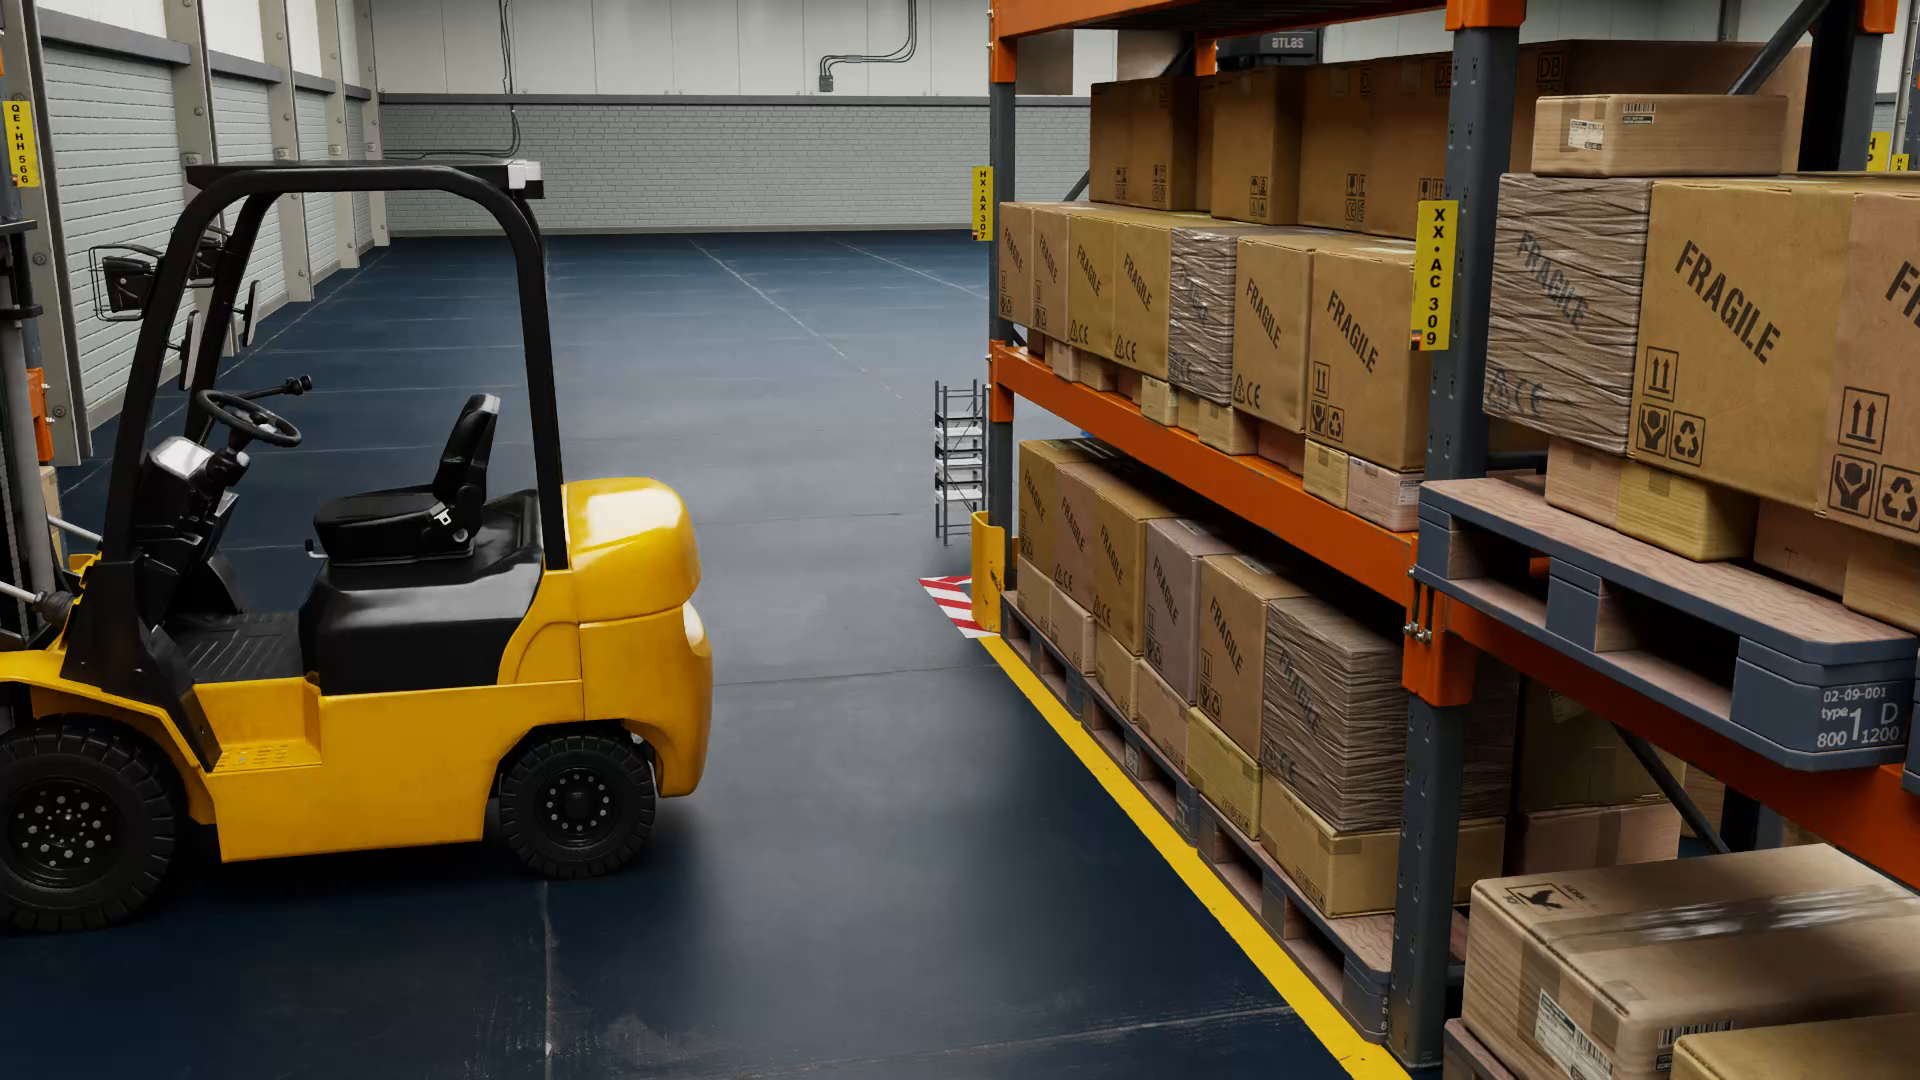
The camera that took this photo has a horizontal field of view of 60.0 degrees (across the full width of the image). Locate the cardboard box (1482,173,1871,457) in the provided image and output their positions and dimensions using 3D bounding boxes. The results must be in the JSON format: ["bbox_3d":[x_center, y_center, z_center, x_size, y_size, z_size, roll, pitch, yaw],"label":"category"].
[{"bbox_3d":[1.403,-0.465,3.289,0.500,0.500,0.500,-3,14,-12],"label":"cardboard box"}]

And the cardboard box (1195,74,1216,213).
[{"bbox_3d":[1.296,-1.459,6.135,0.700,0.500,0.500,-3,14,-14],"label":"cardboard box"}]

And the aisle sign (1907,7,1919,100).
[{"bbox_3d":[5.112,-2.677,8.585,0.394,0.787,0.004,-3,14,-13],"label":"aisle sign"}]

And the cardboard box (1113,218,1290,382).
[{"bbox_3d":[0.847,-0.830,5.665,0.500,0.500,0.500,-4,14,-14],"label":"cardboard box"}]

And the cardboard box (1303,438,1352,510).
[{"bbox_3d":[1.134,-0.185,4.391,0.380,0.149,0.250,-3,14,-12],"label":"cardboard box"}]

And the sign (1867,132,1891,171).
[{"bbox_3d":[2.110,-0.786,3.886,0.100,0.325,0.005,-3,14,-13],"label":"sign"}]

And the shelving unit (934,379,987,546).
[{"bbox_3d":[0.002,-0.435,9.313,0.258,0.900,0.210,-3,14,-13],"label":"shelving unit"}]

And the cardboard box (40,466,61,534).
[{"bbox_3d":[-3.781,-0.103,6.329,0.500,0.250,0.500,-3,14,-11],"label":"cardboard box"}]

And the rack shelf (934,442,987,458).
[{"bbox_3d":[0.002,-0.490,9.299,0.258,0.077,0.200,-3,14,-13],"label":"rack shelf"}]

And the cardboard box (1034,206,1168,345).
[{"bbox_3d":[0.598,-1.064,6.625,0.500,0.500,0.500,-3,14,-11],"label":"cardboard box"}]

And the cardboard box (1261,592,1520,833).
[{"bbox_3d":[1.172,0.454,4.579,0.500,0.500,0.500,-3,14,-14],"label":"cardboard box"}]

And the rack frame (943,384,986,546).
[{"bbox_3d":[0.026,-0.412,9.217,0.240,0.900,0.006,-3,14,-13],"label":"rack frame"}]

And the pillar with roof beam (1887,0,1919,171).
[{"bbox_3d":[15.893,-10.593,33.826,9.100,9.000,0.400,-3,14,-13],"label":"pillar with roof beam"}]

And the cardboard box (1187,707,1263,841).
[{"bbox_3d":[1.037,0.696,5.168,0.500,0.250,0.500,-4,14,-15],"label":"cardboard box"}]

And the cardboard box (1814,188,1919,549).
[{"bbox_3d":[1.624,-0.235,2.346,0.500,0.500,0.500,-3,14,-14],"label":"cardboard box"}]

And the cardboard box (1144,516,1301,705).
[{"bbox_3d":[0.930,0.219,5.540,0.500,0.500,0.500,-3,14,-10],"label":"cardboard box"}]

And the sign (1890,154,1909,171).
[{"bbox_3d":[4.879,-1.844,8.662,0.100,0.325,0.005,-3,14,-13],"label":"sign"}]

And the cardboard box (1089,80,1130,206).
[{"bbox_3d":[0.964,-1.688,7.072,0.700,0.500,0.500,-4,14,-15],"label":"cardboard box"}]

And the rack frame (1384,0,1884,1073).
[{"bbox_3d":[1.572,-0.192,3.894,1.000,3.000,0.127,-3,14,-13],"label":"rack frame"}]

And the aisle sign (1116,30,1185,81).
[{"bbox_3d":[0.899,-2.408,7.487,0.394,0.787,0.004,-3,14,-13],"label":"aisle sign"}]

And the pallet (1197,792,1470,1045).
[{"bbox_3d":[1.379,1.009,4.851,1.003,0.211,1.213,-3,14,-13],"label":"pallet"}]

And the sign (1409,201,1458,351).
[{"bbox_3d":[1.046,-0.581,3.660,0.100,0.325,0.005,-3,14,-13],"label":"sign"}]

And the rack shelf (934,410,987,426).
[{"bbox_3d":[0.002,-0.665,9.256,0.258,0.077,0.200,-3,14,-13],"label":"rack shelf"}]

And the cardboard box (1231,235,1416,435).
[{"bbox_3d":[1.098,-0.592,4.694,0.500,0.500,0.500,-3,14,-11],"label":"cardboard box"}]

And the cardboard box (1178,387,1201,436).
[{"bbox_3d":[0.927,-0.422,5.364,0.380,0.149,0.250,-4,14,-14],"label":"cardboard box"}]

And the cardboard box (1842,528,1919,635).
[{"bbox_3d":[1.605,0.052,2.539,0.380,0.149,0.250,-3,14,-12],"label":"cardboard box"}]

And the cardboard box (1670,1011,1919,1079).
[{"bbox_3d":[1.869,1.167,2.983,0.950,0.372,0.625,-2,14,-10],"label":"cardboard box"}]

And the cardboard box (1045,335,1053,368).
[{"bbox_3d":[0.567,-0.780,6.828,0.380,0.149,0.250,-4,14,-15],"label":"cardboard box"}]

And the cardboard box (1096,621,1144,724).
[{"bbox_3d":[0.806,0.462,6.126,0.500,0.250,0.500,-2,14,-9],"label":"cardboard box"}]

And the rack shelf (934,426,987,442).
[{"bbox_3d":[0.002,-0.578,9.278,0.258,0.077,0.200,-3,14,-13],"label":"rack shelf"}]

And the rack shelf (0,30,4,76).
[{"bbox_3d":[-3.722,-1.484,4.376,1.077,0.370,4.000,-3,14,-13],"label":"rack shelf"}]

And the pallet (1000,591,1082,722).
[{"bbox_3d":[0.806,0.446,7.155,1.003,0.211,1.213,-3,14,-13],"label":"pallet"}]

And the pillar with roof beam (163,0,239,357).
[{"bbox_3d":[-3.538,-6.549,17.273,9.100,9.000,0.400,-3,14,-13],"label":"pillar with roof beam"}]

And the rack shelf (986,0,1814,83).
[{"bbox_3d":[1.102,-1.761,5.512,1.077,0.370,4.000,-3,14,-13],"label":"rack shelf"}]

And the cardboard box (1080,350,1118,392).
[{"bbox_3d":[0.676,-0.661,6.342,0.380,0.149,0.250,-3,14,-12],"label":"cardboard box"}]

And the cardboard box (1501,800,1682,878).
[{"bbox_3d":[1.695,0.788,4.789,0.500,0.250,0.500,-4,14,-16],"label":"cardboard box"}]

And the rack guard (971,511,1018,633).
[{"bbox_3d":[0.650,0.117,7.896,1.175,0.500,0.348,-3,14,-13],"label":"rack guard"}]

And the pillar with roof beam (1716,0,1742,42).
[{"bbox_3d":[14.484,-11.978,39.492,9.100,9.000,0.400,-3,14,-13],"label":"pillar with roof beam"}]

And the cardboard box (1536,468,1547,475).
[{"bbox_3d":[1.700,-0.216,4.521,0.380,0.149,0.250,-3,14,-12],"label":"cardboard box"}]

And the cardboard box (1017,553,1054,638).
[{"bbox_3d":[0.553,0.218,7.122,0.500,0.250,0.500,-3,14,-14],"label":"cardboard box"}]

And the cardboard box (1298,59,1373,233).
[{"bbox_3d":[1.489,-1.221,5.160,0.700,0.500,0.500,-4,14,-14],"label":"cardboard box"}]

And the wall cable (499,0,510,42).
[{"bbox_3d":[-8.727,-12.311,36.757,3.097,2.526,0.112,-3,14,-13],"label":"wall cable"}]

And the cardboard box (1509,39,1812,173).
[{"bbox_3d":[1.679,-0.985,4.193,0.700,0.500,0.500,-3,14,-14],"label":"cardboard box"}]

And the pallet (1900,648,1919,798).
[{"bbox_3d":[2.006,0.369,1.999,1.003,0.211,1.213,-3,14,-13],"label":"pallet"}]

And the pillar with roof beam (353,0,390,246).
[{"bbox_3d":[-7.766,-10.702,34.270,9.100,9.000,0.400,-3,14,-13],"label":"pillar with roof beam"}]

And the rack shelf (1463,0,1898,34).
[{"bbox_3d":[2.041,-0.839,1.735,1.077,0.370,4.000,-3,14,-13],"label":"rack shelf"}]

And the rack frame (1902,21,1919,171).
[{"bbox_3d":[5.420,-1.414,8.895,1.000,3.000,0.127,-3,14,-13],"label":"rack frame"}]

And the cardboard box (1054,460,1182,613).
[{"bbox_3d":[0.686,-0.020,6.518,0.500,0.500,0.500,-4,14,-15],"label":"cardboard box"}]

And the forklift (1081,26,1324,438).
[{"bbox_3d":[2.312,-1.657,10.034,3.031,2.935,1.130,-2,14,-8],"label":"forklift"}]

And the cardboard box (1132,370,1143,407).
[{"bbox_3d":[0.829,-0.541,5.850,0.380,0.149,0.250,-4,14,-15],"label":"cardboard box"}]

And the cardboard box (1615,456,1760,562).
[{"bbox_3d":[1.444,-0.071,3.042,0.380,0.149,0.250,-3,14,-12],"label":"cardboard box"}]

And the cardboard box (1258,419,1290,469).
[{"bbox_3d":[1.104,-0.307,4.894,0.380,0.149,0.250,-3,14,-14],"label":"cardboard box"}]
